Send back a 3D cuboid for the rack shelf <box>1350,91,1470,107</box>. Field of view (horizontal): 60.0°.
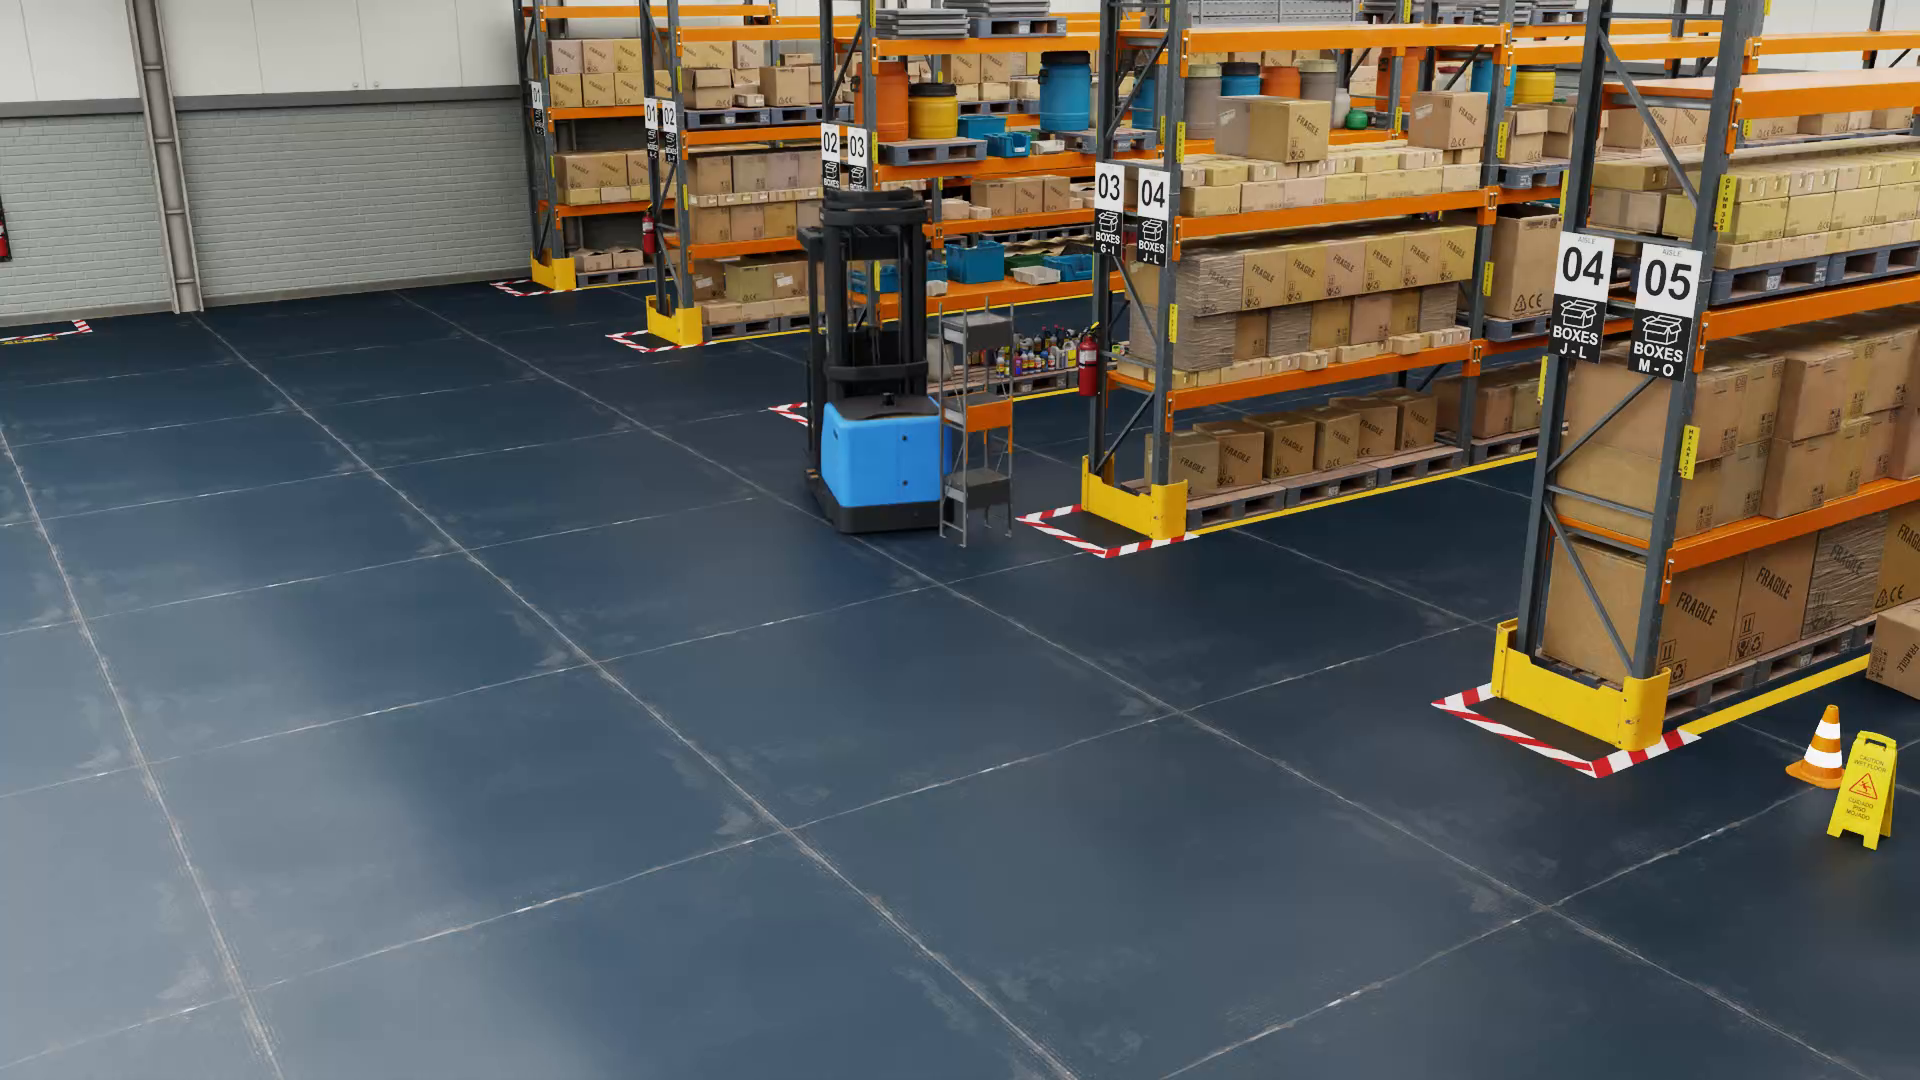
[{"bbox_3d":[7.763,-7.780,29.514,4.000,0.370,1.077,-12,22,-31],"label":"rack shelf"}]

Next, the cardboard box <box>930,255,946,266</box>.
[{"bbox_3d":[-0.106,-4.107,24.971,0.500,0.311,0.500,-12,22,-31],"label":"cardboard box"}]

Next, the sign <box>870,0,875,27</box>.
[{"bbox_3d":[-0.909,-5.504,17.300,0.005,0.325,0.100,-12,22,-31],"label":"sign"}]

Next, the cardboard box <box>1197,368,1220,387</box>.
[{"bbox_3d":[2.104,-1.490,14.861,0.250,0.149,0.380,-12,22,-31],"label":"cardboard box"}]

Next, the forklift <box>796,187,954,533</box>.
[{"bbox_3d":[-0.912,-1.882,15.735,1.130,2.935,3.031,-5,19,-13],"label":"forklift"}]

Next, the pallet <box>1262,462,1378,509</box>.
[{"bbox_3d":[3.295,-0.623,16.259,1.213,0.211,1.003,-12,22,-31],"label":"pallet"}]

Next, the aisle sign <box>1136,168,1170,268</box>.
[{"bbox_3d":[1.629,-2.724,14.060,0.004,0.787,0.394,-12,22,-31],"label":"aisle sign"}]

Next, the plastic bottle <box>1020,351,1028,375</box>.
[{"bbox_3d":[0.764,-2.121,19.908,0.097,0.271,0.097,0,19,0],"label":"plastic bottle"}]

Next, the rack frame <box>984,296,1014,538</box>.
[{"bbox_3d":[0.341,-1.068,14.623,0.015,2.100,0.400,-12,22,-33],"label":"rack frame"}]

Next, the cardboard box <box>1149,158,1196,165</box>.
[{"bbox_3d":[1.858,-3.269,14.660,0.250,0.149,0.380,-13,22,-33],"label":"cardboard box"}]

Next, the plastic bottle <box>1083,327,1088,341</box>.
[{"bbox_3d":[1.625,-2.590,21.296,0.097,0.271,0.097,0,19,0],"label":"plastic bottle"}]

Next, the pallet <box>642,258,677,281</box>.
[{"bbox_3d":[-4.878,-4.598,28.016,1.213,0.211,1.003,-12,22,-31],"label":"pallet"}]

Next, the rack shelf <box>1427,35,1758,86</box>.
[{"bbox_3d":[6.527,-4.952,17.090,4.000,0.370,1.077,-12,22,-31],"label":"rack shelf"}]

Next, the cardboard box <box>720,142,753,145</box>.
[{"bbox_3d":[-3.824,-6.530,28.408,0.500,0.500,0.500,-13,22,-33],"label":"cardboard box"}]

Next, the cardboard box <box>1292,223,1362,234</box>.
[{"bbox_3d":[3.506,-2.763,16.051,0.500,0.500,0.500,-12,22,-31],"label":"cardboard box"}]

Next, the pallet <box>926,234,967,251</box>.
[{"bbox_3d":[-0.629,-5.509,30.711,1.213,0.211,1.003,-12,22,-31],"label":"pallet"}]

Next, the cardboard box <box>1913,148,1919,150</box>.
[{"bbox_3d":[6.740,-2.588,11.367,0.250,0.149,0.380,-11,22,-30],"label":"cardboard box"}]

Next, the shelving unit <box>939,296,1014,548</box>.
[{"bbox_3d":[0.140,-1.023,14.492,0.503,2.100,0.431,-12,22,-33],"label":"shelving unit"}]

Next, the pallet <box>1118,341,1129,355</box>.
[{"bbox_3d":[2.767,-2.441,21.635,1.213,0.211,1.003,-12,22,-31],"label":"pallet"}]

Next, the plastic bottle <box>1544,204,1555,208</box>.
[{"bbox_3d":[8.663,-4.808,24.475,0.135,0.276,0.152,-12,22,-31],"label":"plastic bottle"}]

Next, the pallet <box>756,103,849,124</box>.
[{"bbox_3d":[-2.305,-5.947,23.107,1.213,0.211,1.003,-12,22,-31],"label":"pallet"}]

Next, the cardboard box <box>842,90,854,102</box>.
[{"bbox_3d":[-1.446,-6.220,23.295,0.250,0.149,0.380,-12,22,-31],"label":"cardboard box"}]

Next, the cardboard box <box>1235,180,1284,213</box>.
[{"bbox_3d":[2.488,-3.042,14.609,0.500,0.250,0.500,-12,22,-33],"label":"cardboard box"}]

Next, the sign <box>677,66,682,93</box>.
[{"bbox_3d":[-3.629,-5.957,21.510,0.005,0.325,0.100,-12,22,-31],"label":"sign"}]

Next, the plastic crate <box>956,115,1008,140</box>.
[{"bbox_3d":[0.219,-4.738,19.418,0.575,0.384,0.392,-12,22,-31],"label":"plastic crate"}]

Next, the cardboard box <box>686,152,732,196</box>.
[{"bbox_3d":[-3.488,-4.984,22.622,0.500,0.500,0.700,-12,22,-31],"label":"cardboard box"}]

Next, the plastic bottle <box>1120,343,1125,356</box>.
[{"bbox_3d":[2.001,-2.349,20.691,0.097,0.201,0.097,0,19,0],"label":"plastic bottle"}]

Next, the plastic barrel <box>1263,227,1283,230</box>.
[{"bbox_3d":[4.026,-3.993,21.659,0.433,0.535,0.433,0,19,0],"label":"plastic barrel"}]

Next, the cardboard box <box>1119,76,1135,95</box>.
[{"bbox_3d":[2.404,-7.097,25.949,0.500,0.250,0.500,-14,23,-35],"label":"cardboard box"}]

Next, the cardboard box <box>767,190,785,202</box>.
[{"bbox_3d":[-2.622,-4.783,23.039,0.250,0.149,0.380,-13,23,-33],"label":"cardboard box"}]

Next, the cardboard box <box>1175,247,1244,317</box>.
[{"bbox_3d":[2.125,-2.270,14.593,0.500,0.500,0.500,-12,22,-31],"label":"cardboard box"}]

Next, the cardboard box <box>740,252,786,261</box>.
[{"bbox_3d":[-2.818,-3.840,23.886,0.500,0.500,0.500,-12,22,-31],"label":"cardboard box"}]

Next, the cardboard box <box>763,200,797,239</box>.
[{"bbox_3d":[-2.679,-4.540,23.334,0.500,0.500,0.700,-12,22,-31],"label":"cardboard box"}]

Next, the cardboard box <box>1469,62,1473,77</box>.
[{"bbox_3d":[9.145,-8.480,29.916,0.500,0.250,0.500,-12,22,-31],"label":"cardboard box"}]

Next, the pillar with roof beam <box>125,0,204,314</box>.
[{"bbox_3d":[-9.191,-6.547,20.059,0.400,9.000,9.100,-12,22,-31],"label":"pillar with roof beam"}]

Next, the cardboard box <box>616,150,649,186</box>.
[{"bbox_3d":[-5.240,-6.030,26.928,0.500,0.500,0.500,-13,22,-33],"label":"cardboard box"}]

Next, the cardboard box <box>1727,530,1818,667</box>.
[{"bbox_3d":[5.423,0.276,11.907,0.875,0.875,0.875,-12,22,-32],"label":"cardboard box"}]

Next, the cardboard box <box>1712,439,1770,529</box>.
[{"bbox_3d":[4.892,-0.490,11.278,0.550,0.550,0.875,-12,22,-31],"label":"cardboard box"}]

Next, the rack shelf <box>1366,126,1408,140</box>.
[{"bbox_3d":[7.144,-5.750,23.509,4.000,0.370,1.077,-12,22,-31],"label":"rack shelf"}]

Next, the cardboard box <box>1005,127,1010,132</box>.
[{"bbox_3d":[0.570,-7.537,30.531,0.500,0.250,0.500,-11,22,-30],"label":"cardboard box"}]

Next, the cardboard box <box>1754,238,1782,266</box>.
[{"bbox_3d":[4.834,-1.807,10.304,0.250,0.149,0.380,-12,22,-31],"label":"cardboard box"}]

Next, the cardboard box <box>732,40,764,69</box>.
[{"bbox_3d":[-3.585,-8.054,27.451,0.500,0.500,0.500,-14,23,-36],"label":"cardboard box"}]

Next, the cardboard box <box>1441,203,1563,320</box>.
[{"bbox_3d":[5.597,-2.874,16.970,1.000,1.000,1.000,-12,22,-31],"label":"cardboard box"}]

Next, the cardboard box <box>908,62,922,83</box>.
[{"bbox_3d":[-1.109,-8.243,29.569,0.637,0.503,0.797,-9,20,-24],"label":"cardboard box"}]

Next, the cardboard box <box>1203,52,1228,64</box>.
[{"bbox_3d":[3.972,-7.840,26.851,0.500,0.500,0.500,-12,22,-31],"label":"cardboard box"}]

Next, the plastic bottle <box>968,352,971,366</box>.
[{"bbox_3d":[0.085,-2.232,20.346,0.097,0.201,0.097,0,19,0],"label":"plastic bottle"}]

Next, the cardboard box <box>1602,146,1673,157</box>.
[{"bbox_3d":[7.107,-4.015,17.487,0.500,0.250,0.500,-11,22,-30],"label":"cardboard box"}]

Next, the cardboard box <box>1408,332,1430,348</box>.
[{"bbox_3d":[4.383,-1.983,16.320,0.250,0.149,0.380,-12,22,-31],"label":"cardboard box"}]

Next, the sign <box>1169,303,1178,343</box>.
[{"bbox_3d":[1.814,-1.849,14.178,0.005,0.325,0.100,-12,22,-31],"label":"sign"}]

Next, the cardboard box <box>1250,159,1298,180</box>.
[{"bbox_3d":[2.758,-3.277,14.682,0.250,0.149,0.380,-12,22,-32],"label":"cardboard box"}]

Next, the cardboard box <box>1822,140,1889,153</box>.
[{"bbox_3d":[6.373,-2.762,11.883,0.250,0.149,0.380,-12,22,-32],"label":"cardboard box"}]

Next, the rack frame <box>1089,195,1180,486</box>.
[{"bbox_3d":[1.516,-1.584,14.746,0.127,3.000,1.000,-12,22,-31],"label":"rack frame"}]

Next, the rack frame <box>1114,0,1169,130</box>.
[{"bbox_3d":[2.133,-6.455,19.788,0.127,3.000,1.000,-12,22,-31],"label":"rack frame"}]

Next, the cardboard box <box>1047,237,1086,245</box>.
[{"bbox_3d":[1.719,-4.697,26.716,0.500,0.311,0.500,-13,22,-33],"label":"cardboard box"}]

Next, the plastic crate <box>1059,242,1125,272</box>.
[{"bbox_3d":[1.625,-3.525,20.586,0.504,0.338,0.767,-12,22,-31],"label":"plastic crate"}]
